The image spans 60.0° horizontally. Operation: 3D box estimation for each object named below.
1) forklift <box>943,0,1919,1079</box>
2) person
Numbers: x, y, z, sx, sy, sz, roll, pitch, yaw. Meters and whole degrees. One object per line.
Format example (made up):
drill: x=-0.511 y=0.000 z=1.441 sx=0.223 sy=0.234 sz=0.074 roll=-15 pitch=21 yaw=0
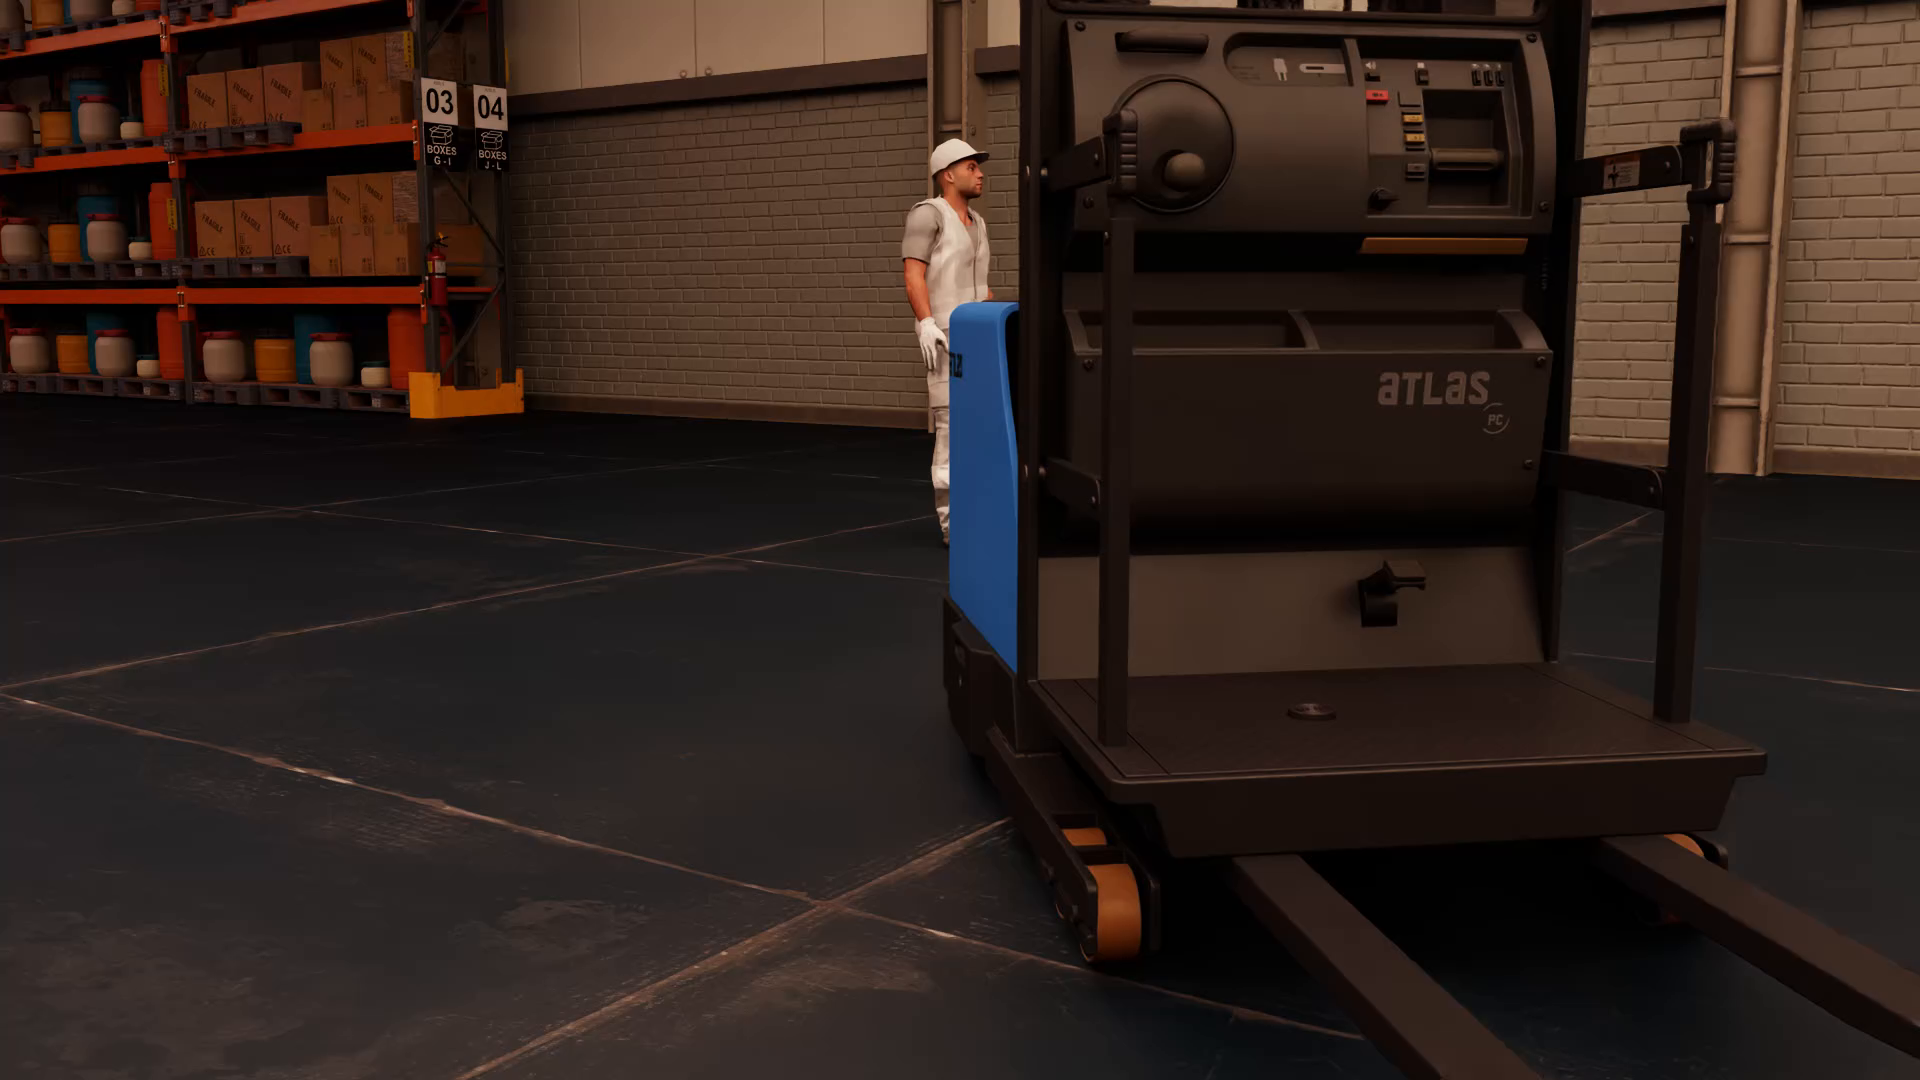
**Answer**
forklift: x=0.694 y=-0.810 z=2.890 sx=1.130 sy=2.935 sz=3.031 roll=-1 pitch=8 yaw=-9
person: x=0.060 y=-0.885 z=7.422 sx=0.562 sy=1.790 sz=0.637 roll=5 pitch=10 yaw=34
